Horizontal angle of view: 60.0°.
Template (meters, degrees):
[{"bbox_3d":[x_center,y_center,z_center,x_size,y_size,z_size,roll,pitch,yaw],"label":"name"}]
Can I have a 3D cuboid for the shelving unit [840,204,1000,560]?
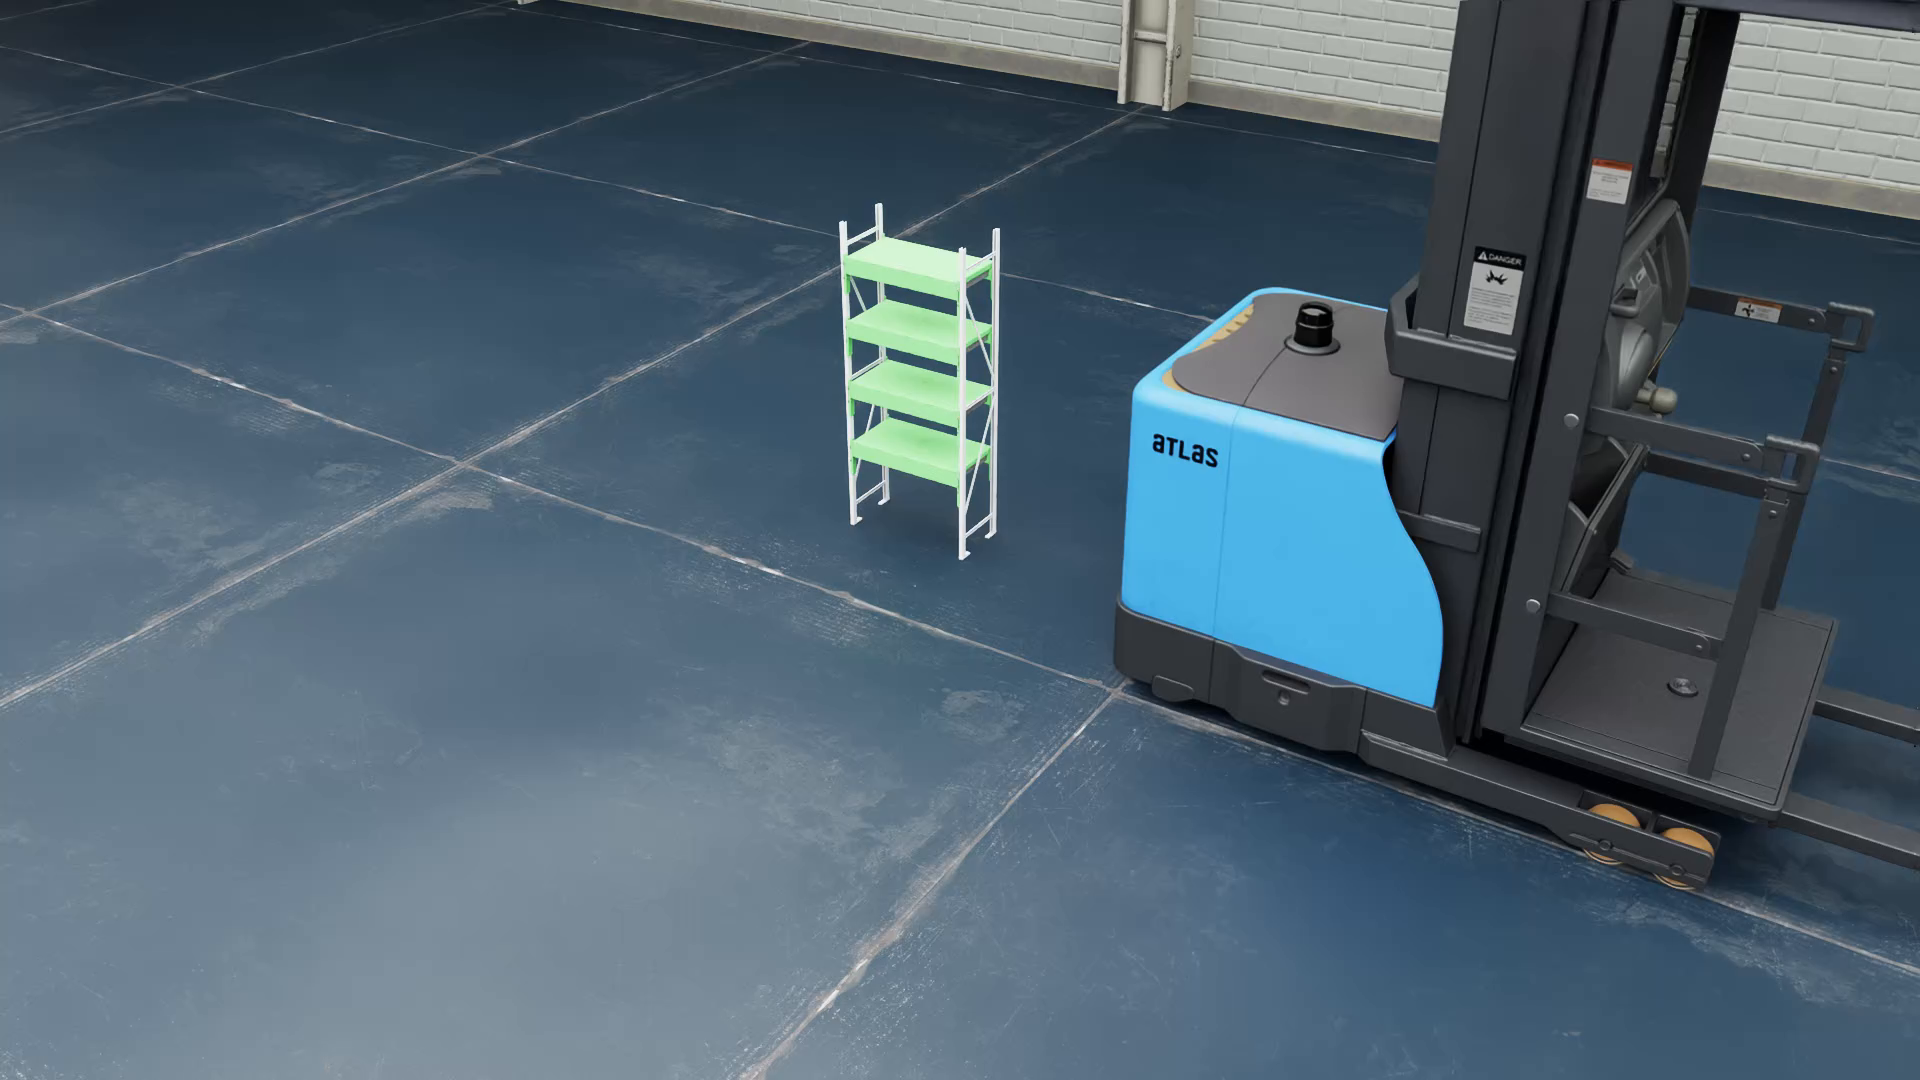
[{"bbox_3d":[-0.140,-0.563,6.024,0.503,1.200,0.258,18,35,27],"label":"shelving unit"}]

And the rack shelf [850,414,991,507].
[{"bbox_3d":[-0.140,-0.300,6.177,0.480,0.148,0.258,18,35,27],"label":"rack shelf"}]

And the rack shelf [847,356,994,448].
[{"bbox_3d":[-0.140,-0.507,6.056,0.480,0.148,0.258,18,35,27],"label":"rack shelf"}]

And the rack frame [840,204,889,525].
[{"bbox_3d":[-0.347,-0.628,6.136,0.015,1.200,0.240,18,35,27],"label":"rack frame"}]

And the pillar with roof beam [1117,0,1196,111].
[{"bbox_3d":[-0.965,-5.055,5.985,0.400,9.000,9.100,18,35,27],"label":"pillar with roof beam"}]

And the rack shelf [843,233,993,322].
[{"bbox_3d":[-0.140,-0.922,5.814,0.480,0.148,0.258,18,35,27],"label":"rack shelf"}]

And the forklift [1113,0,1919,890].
[{"bbox_3d":[2.020,-0.608,4.383,3.031,2.935,1.130,18,35,27],"label":"forklift"}]

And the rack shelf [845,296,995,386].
[{"bbox_3d":[-0.140,-0.715,5.935,0.480,0.148,0.258,18,35,27],"label":"rack shelf"}]

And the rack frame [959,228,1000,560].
[{"bbox_3d":[0.066,-0.497,5.912,0.015,1.200,0.240,18,35,27],"label":"rack frame"}]
